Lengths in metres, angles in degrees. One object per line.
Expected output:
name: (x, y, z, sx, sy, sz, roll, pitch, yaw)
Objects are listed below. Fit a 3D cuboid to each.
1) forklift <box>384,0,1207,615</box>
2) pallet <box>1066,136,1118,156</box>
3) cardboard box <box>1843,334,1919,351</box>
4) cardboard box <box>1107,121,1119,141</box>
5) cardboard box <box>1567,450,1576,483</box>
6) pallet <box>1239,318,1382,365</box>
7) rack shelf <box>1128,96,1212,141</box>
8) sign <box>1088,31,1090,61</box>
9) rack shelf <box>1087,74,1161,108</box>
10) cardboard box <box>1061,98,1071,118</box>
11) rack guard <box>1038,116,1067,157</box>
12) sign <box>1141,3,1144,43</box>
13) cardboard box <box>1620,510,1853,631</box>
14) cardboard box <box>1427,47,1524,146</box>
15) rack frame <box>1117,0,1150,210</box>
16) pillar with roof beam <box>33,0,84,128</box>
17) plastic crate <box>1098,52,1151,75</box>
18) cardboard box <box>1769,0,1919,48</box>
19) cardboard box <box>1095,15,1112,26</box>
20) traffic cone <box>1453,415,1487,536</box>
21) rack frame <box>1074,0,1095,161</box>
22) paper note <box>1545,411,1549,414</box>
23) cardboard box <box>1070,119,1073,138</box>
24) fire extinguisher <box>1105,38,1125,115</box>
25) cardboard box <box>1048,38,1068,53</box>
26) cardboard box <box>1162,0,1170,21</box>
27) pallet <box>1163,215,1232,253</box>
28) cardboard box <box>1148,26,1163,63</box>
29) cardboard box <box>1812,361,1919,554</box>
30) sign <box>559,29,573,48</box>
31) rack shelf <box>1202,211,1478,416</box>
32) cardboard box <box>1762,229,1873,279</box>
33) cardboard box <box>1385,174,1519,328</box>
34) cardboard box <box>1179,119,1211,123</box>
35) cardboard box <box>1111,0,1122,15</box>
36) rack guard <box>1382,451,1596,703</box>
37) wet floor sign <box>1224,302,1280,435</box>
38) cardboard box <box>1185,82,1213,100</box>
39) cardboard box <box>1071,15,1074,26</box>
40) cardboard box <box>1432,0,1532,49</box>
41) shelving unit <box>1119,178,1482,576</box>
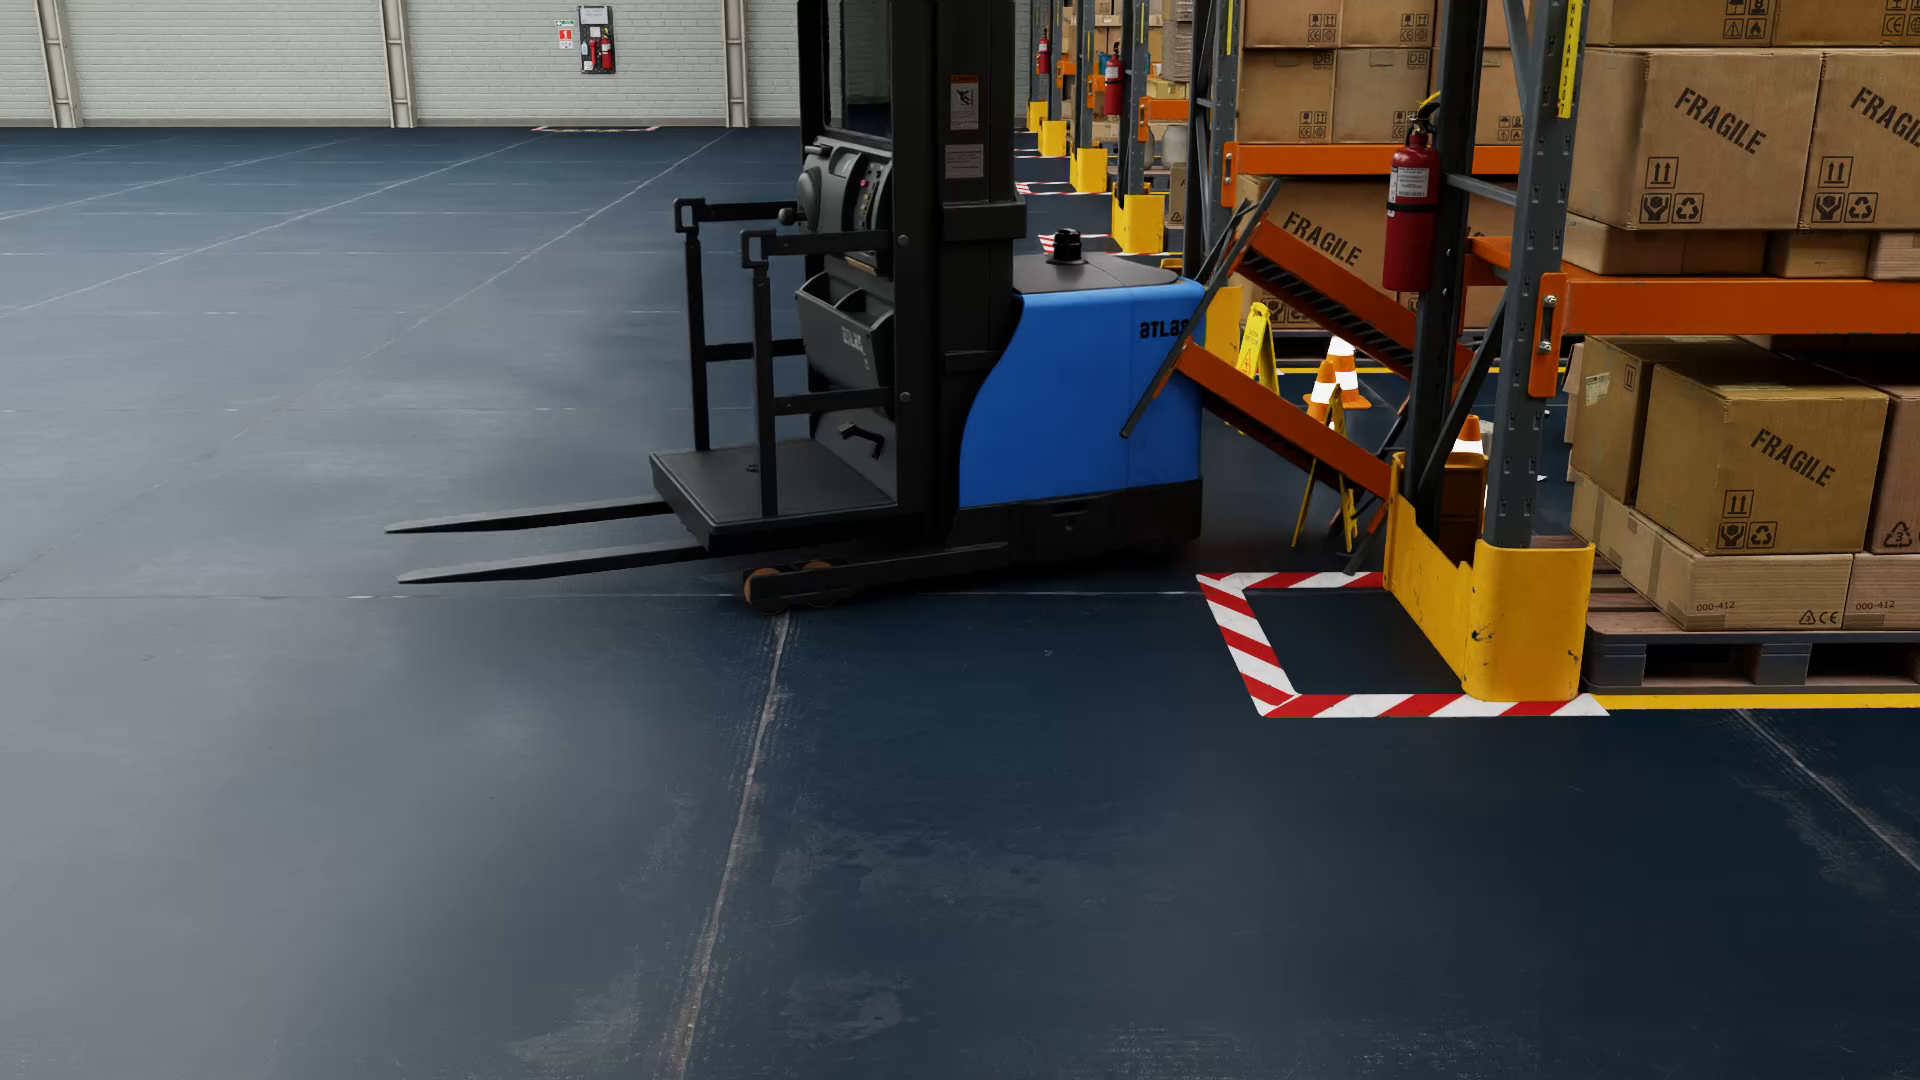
forklift: (-0.614, -1.310, 6.052, 3.031, 2.935, 1.130, -7, 19, -21)
pallet: (2.145, -5.841, 24.632, 1.213, 0.211, 1.003, 0, 18, -1)
cardboard box: (3.105, -0.763, 5.760, 0.250, 0.149, 0.380, 0, 18, 0)
cardboard box: (2.421, -5.982, 24.318, 0.500, 0.250, 0.500, 0, 18, -1)
cardboard box: (2.968, -0.366, 7.666, 0.250, 0.149, 0.380, 10, 20, 28)
pallet: (2.309, -1.312, 10.511, 1.213, 0.211, 1.003, 0, 18, -1)
rack shelf: (3.534, -3.794, 14.863, 4.000, 0.370, 1.077, 0, 18, -1)
sign: (1.460, -5.604, 18.872, 0.005, 0.325, 0.100, 0, 18, -1)
rack shelf: (3.455, -5.307, 19.578, 4.000, 0.370, 1.077, 0, 18, -1)
cardboard box: (1.992, -7.571, 29.139, 0.500, 0.311, 0.500, -2, 18, -7)
rack guard: (1.357, -5.962, 24.536, 0.348, 0.500, 1.175, 0, 18, -1)
sign: (1.542, -4.374, 14.074, 0.005, 0.325, 0.100, 0, 18, -1)
cardboard box: (2.501, 0.089, 5.392, 0.500, 0.250, 0.500, 0, 18, -1)
cardboard box: (2.993, -2.672, 9.942, 0.550, 0.550, 0.875, 0, 18, -1)
rack frame: (1.534, -4.127, 14.723, 0.127, 3.000, 1.000, 0, 18, -1)
pillar with roof beam: (-15.944, -10.388, 24.419, 0.400, 9.000, 9.100, 0, 18, -1)
plastic crate: (1.951, -5.663, 19.753, 0.616, 0.251, 0.499, 0, 18, -1)
cardboard box: (2.704, -1.835, 5.290, 0.500, 0.500, 0.700, 0, 18, 0)
cardboard box: (2.041, -7.447, 23.847, 0.250, 0.149, 0.380, -1, 18, -2)
traffic cone: (2.100, -0.289, 6.910, 0.334, 0.463, 0.336, 0, 18, -1)
rack frame: (1.456, -5.640, 19.438, 0.127, 3.000, 1.000, 0, 18, -1)
paper note: (3.064, -0.686, 8.859, 0.142, 0.017, 0.144, 6, 19, 18)
cardboard box: (1.913, -6.136, 24.800, 0.500, 0.250, 0.500, 0, 18, -1)
fire extinguisher: (1.412, -4.230, 15.171, 0.183, 0.674, 0.296, 0, 18, -1)
cardboard box: (1.792, -8.509, 28.596, 0.500, 0.250, 0.500, -1, 18, -2)
cardboard box: (2.080, -4.871, 14.753, 0.500, 0.500, 0.500, 0, 18, -1)
pallet: (2.423, -2.793, 15.128, 1.213, 0.211, 1.003, 0, 18, -1)
cardboard box: (2.870, -7.203, 24.148, 0.500, 0.500, 0.700, 0, 18, 0)
cardboard box: (3.048, -0.272, 5.291, 0.500, 0.500, 0.500, -1, 18, -3)
sign: (-7.040, -8.950, 29.698, 0.234, 0.329, 0.001, 0, 18, -1)
rack shelf: (1.476, -0.870, 6.532, 1.000, 0.278, 0.538, 31, 0, -5)
cardboard box: (2.552, -0.901, 5.078, 0.250, 0.149, 0.380, -1, 18, -3)
cardboard box: (3.068, -1.828, 10.348, 0.875, 0.875, 0.875, -1, 18, -2)
cardboard box: (3.421, -6.342, 24.212, 0.500, 0.500, 0.500, 0, 18, -1)
cardboard box: (2.427, -7.821, 23.950, 0.500, 0.500, 0.700, -1, 18, -2)
rack guard: (1.766, 0.089, 5.670, 0.348, 0.500, 1.175, 0, 18, -1)
wet floor sign: (1.513, -0.886, 8.473, 0.232, 0.644, 0.267, -3, 18, -10)
cardboard box: (2.073, -3.931, 14.524, 0.250, 0.149, 0.380, 0, 18, -1)
cardboard box: (1.760, -7.569, 24.227, 0.250, 0.149, 0.380, -1, 18, -2)
cardboard box: (2.993, -3.179, 9.755, 0.550, 0.550, 0.875, 0, 18, -1)
shelving unit: (1.324, -0.620, 6.534, 1.048, 1.125, 0.538, 31, 0, -5)
